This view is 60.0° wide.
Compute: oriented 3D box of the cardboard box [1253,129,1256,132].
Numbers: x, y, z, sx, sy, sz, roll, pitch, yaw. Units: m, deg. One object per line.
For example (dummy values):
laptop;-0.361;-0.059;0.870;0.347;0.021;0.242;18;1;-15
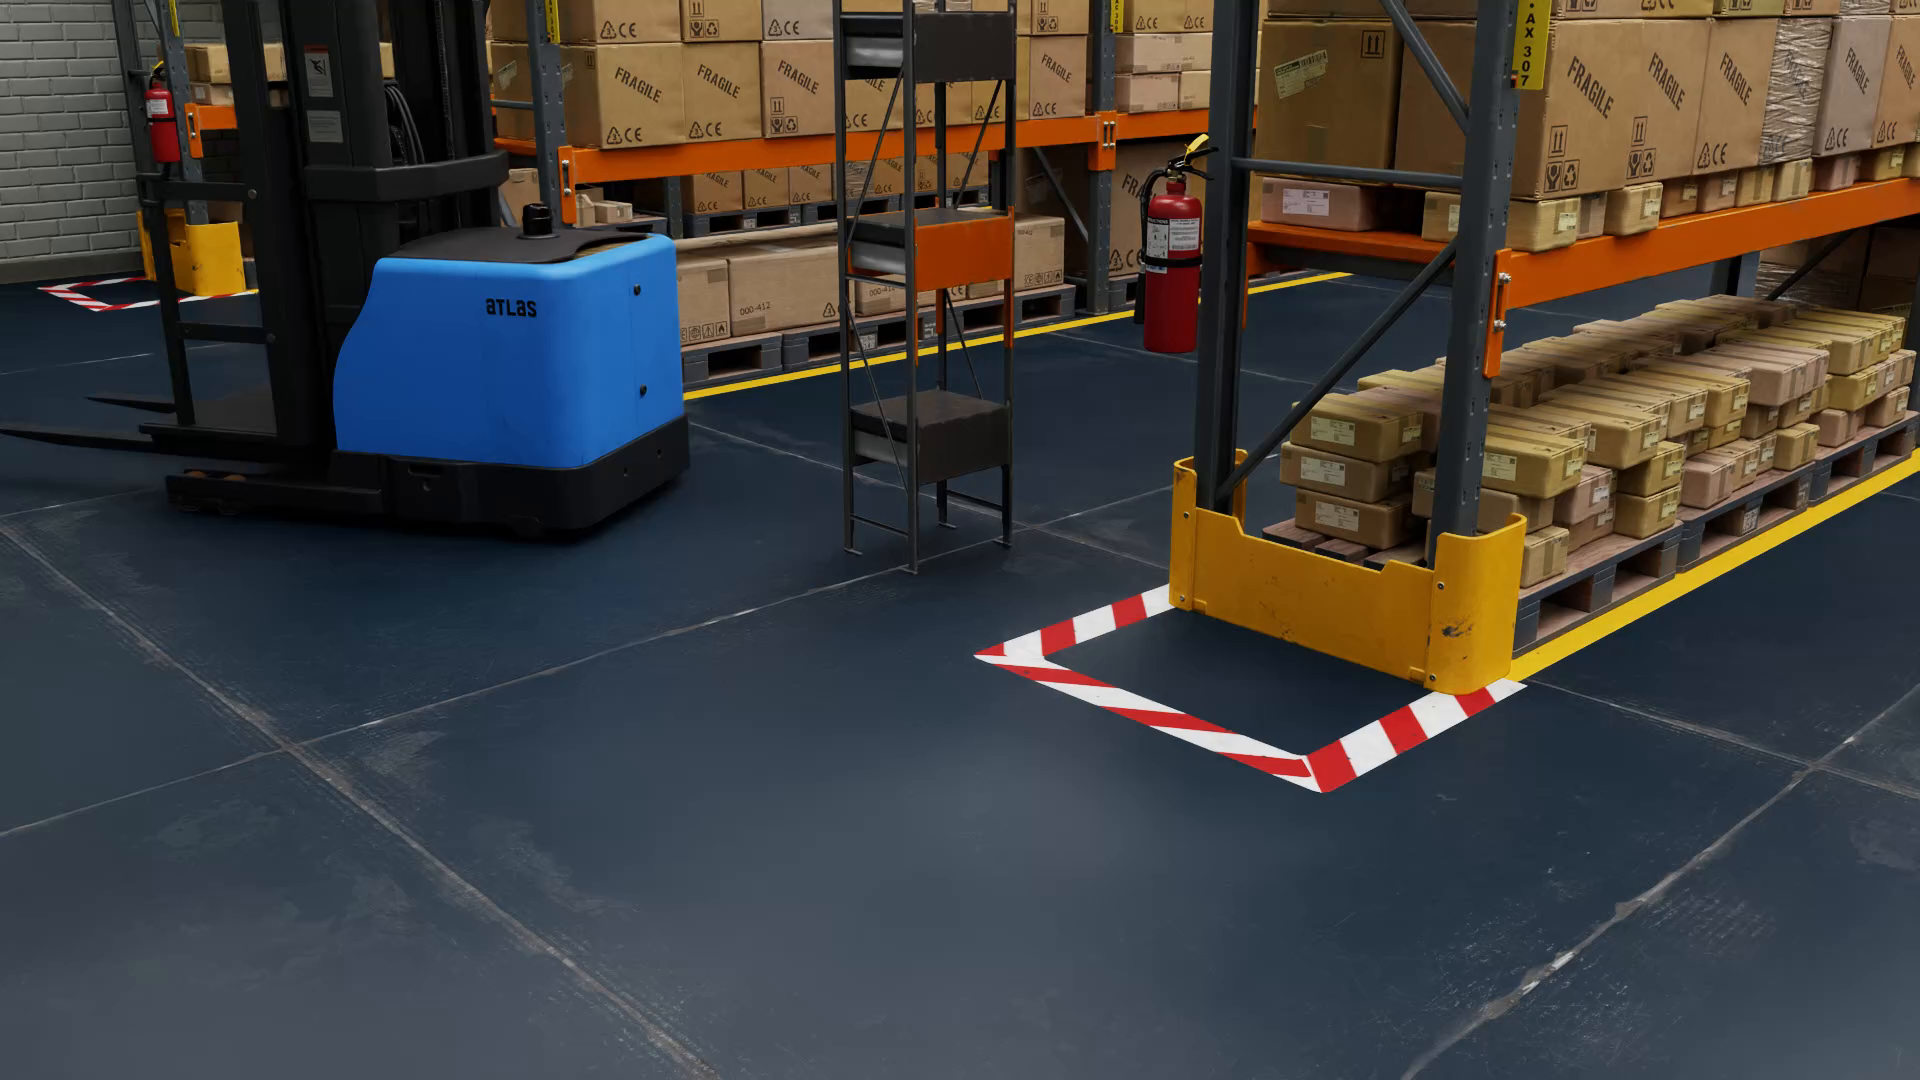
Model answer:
cardboard box;2.302;-2.755;12.882;0.875;0.875;0.875;-16;24;-40

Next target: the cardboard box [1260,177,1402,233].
cardboard box;1.216;-1.111;5.456;0.250;0.149;0.380;-16;24;-41

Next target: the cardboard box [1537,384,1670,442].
cardboard box;2.299;-0.441;5.959;0.380;0.149;0.250;16;24;41

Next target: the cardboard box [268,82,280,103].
cardboard box;-5.134;-3.251;12.055;0.250;0.149;0.380;-15;24;-39

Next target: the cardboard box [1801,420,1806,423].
cardboard box;3.360;-0.495;7.089;0.250;0.149;0.380;-17;25;-42

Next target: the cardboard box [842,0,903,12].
cardboard box;-0.656;-3.075;9.323;0.500;0.500;0.500;-16;24;-41

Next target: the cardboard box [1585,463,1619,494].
cardboard box;2.085;-0.254;5.864;0.250;0.149;0.380;-16;24;-40

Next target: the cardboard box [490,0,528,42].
cardboard box;-2.115;-2.865;8.674;0.500;0.500;0.500;-15;23;-39

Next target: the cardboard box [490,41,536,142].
cardboard box;-2.133;-2.395;8.847;0.500;0.500;0.500;-16;24;-41

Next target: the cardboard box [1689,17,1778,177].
cardboard box;2.425;-1.541;5.729;0.500;0.500;0.500;-16;24;-40

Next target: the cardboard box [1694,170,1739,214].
cardboard box;2.529;-1.266;5.933;0.250;0.149;0.380;-17;24;-42

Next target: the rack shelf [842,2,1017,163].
rack shelf;-0.120;-1.617;5.841;0.480;0.518;0.431;-16;24;-41

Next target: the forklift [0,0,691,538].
forklift;-2.749;-1.643;6.800;3.031;2.935;1.130;5;19;16

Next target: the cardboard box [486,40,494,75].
cardboard box;-3.736;-3.841;13.228;0.500;0.250;0.500;-16;24;-41

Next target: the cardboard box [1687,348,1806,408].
cardboard box;3.103;-0.646;6.591;0.380;0.149;0.250;17;24;42

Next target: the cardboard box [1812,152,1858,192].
cardboard box;3.304;-1.478;6.587;0.380;0.149;0.250;17;24;41

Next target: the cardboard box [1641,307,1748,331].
cardboard box;3.296;-0.936;7.486;0.250;0.149;0.380;-17;24;-42

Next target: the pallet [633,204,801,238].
pallet;-2.243;-3.000;15.395;1.213;0.211;1.003;-16;24;-41

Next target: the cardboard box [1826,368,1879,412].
cardboard box;3.698;-0.672;7.154;0.380;0.149;0.250;17;24;42

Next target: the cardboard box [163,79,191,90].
cardboard box;-5.658;-3.309;12.234;0.250;0.149;0.380;-17;24;-41

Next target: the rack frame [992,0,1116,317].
rack frame;0.605;-3.034;10.979;0.127;3.000;1.000;-16;24;-41

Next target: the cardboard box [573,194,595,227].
cardboard box;-3.270;-2.785;13.964;0.258;0.266;0.396;-15;23;-39

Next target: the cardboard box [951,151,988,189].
cardboard box;-0.061;-3.866;16.917;0.500;0.500;0.500;-15;23;-39

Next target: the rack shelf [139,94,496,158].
rack shelf;-4.261;-3.379;13.211;4.000;0.370;1.077;-16;24;-41

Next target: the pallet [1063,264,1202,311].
pallet;1.114;-1.888;11.965;1.213;0.211;1.003;-16;24;-41

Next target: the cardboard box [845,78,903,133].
cardboard box;-0.672;-2.598;9.473;0.500;0.500;0.500;-15;23;-39

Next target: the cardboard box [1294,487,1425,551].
cardboard box;1.412;-0.100;5.872;0.250;0.149;0.380;-16;24;-40

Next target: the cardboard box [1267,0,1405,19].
cardboard box;1.335;-1.916;5.265;0.500;0.500;0.500;-17;24;-42

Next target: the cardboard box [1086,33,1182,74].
cardboard box;1.119;-3.230;11.017;0.500;0.250;0.500;17;25;42

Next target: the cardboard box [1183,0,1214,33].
cardboard box;1.473;-3.700;11.250;0.500;0.500;0.500;-16;24;-41

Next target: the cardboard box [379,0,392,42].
cardboard box;-4.110;-4.078;12.745;0.500;0.500;0.500;-15;24;-39

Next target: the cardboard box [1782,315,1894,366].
cardboard box;3.841;-0.876;7.300;0.250;0.149;0.380;-16;24;-40

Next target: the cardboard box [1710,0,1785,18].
cardboard box;2.437;-2.012;5.562;0.500;0.500;0.500;-17;25;-42

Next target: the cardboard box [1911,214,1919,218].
cardboard box;5.183;-1.524;8.478;0.500;0.250;0.500;-15;23;-39

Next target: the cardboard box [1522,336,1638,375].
cardboard box;2.534;-0.721;6.821;0.250;0.149;0.380;-16;24;-41

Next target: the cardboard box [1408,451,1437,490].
cardboard box;1.587;-0.303;6.014;0.250;0.149;0.380;-17;25;-42

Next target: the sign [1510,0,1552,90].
sign;1.546;-1.389;4.501;0.005;0.325;0.100;-16;24;-41

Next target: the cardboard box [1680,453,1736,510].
cardboard box;2.705;-0.248;6.326;0.380;0.149;0.250;16;24;41

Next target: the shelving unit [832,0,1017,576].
shelving unit;-0.120;-0.964;6.053;0.503;2.100;0.431;-16;24;-41

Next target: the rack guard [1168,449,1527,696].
rack guard;1.228;0.075;5.444;0.348;0.500;1.175;-16;24;-41

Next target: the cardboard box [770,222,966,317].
cardboard box;-0.575;-1.716;10.387;0.875;0.438;0.875;17;25;42

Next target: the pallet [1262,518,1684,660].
pallet;1.843;0.048;5.995;1.213;0.211;1.003;-16;24;-41

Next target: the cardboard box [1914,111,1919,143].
cardboard box;3.922;-1.969;7.051;0.500;0.500;0.500;-16;24;-41

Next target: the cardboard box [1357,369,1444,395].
cardboard box;1.707;-0.518;6.195;0.250;0.149;0.380;-17;25;-42

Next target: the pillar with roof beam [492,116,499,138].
pillar with roof beam;-0.975;-6.089;10.674;0.400;9.000;9.100;-16;24;-41

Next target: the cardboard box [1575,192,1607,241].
cardboard box;1.790;-1.037;5.228;0.250;0.149;0.380;-15;23;-39

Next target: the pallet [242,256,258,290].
pallet;-5.080;-2.157;12.794;1.213;0.211;1.003;-16;24;-41

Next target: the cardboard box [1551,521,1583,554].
cardboard box;1.908;-0.055;5.733;0.250;0.149;0.380;-16;24;-41

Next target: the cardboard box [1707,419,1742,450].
cardboard box;2.845;-0.483;6.572;0.250;0.149;0.380;-15;23;-38

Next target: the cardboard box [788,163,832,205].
cardboard box;-1.556;-3.428;15.566;0.500;0.500;0.500;17;25;42
